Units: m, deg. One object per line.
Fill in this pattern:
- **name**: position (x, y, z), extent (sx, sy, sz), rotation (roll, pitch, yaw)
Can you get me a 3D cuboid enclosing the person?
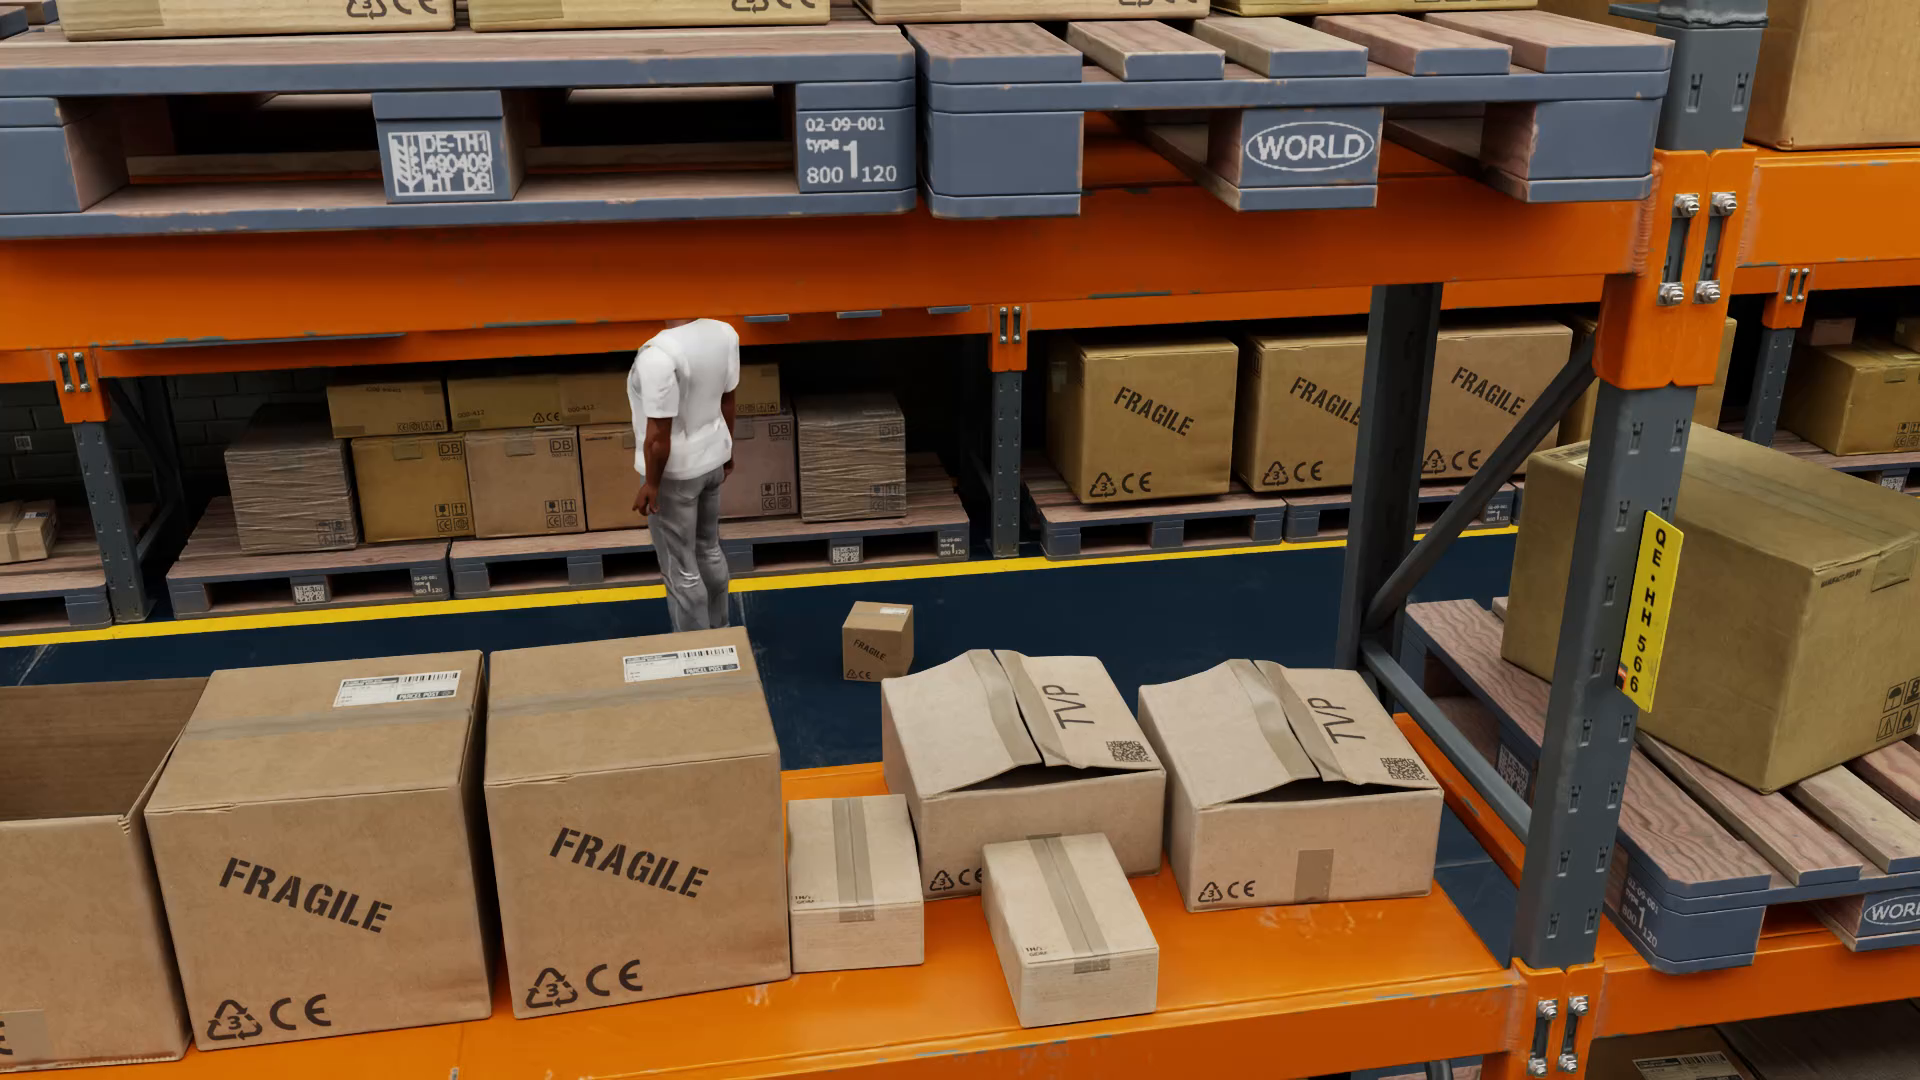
- **person**: position (-1.149, -0.308, 6.785), extent (0.424, 1.772, 0.565), rotation (12, 26, 27)
